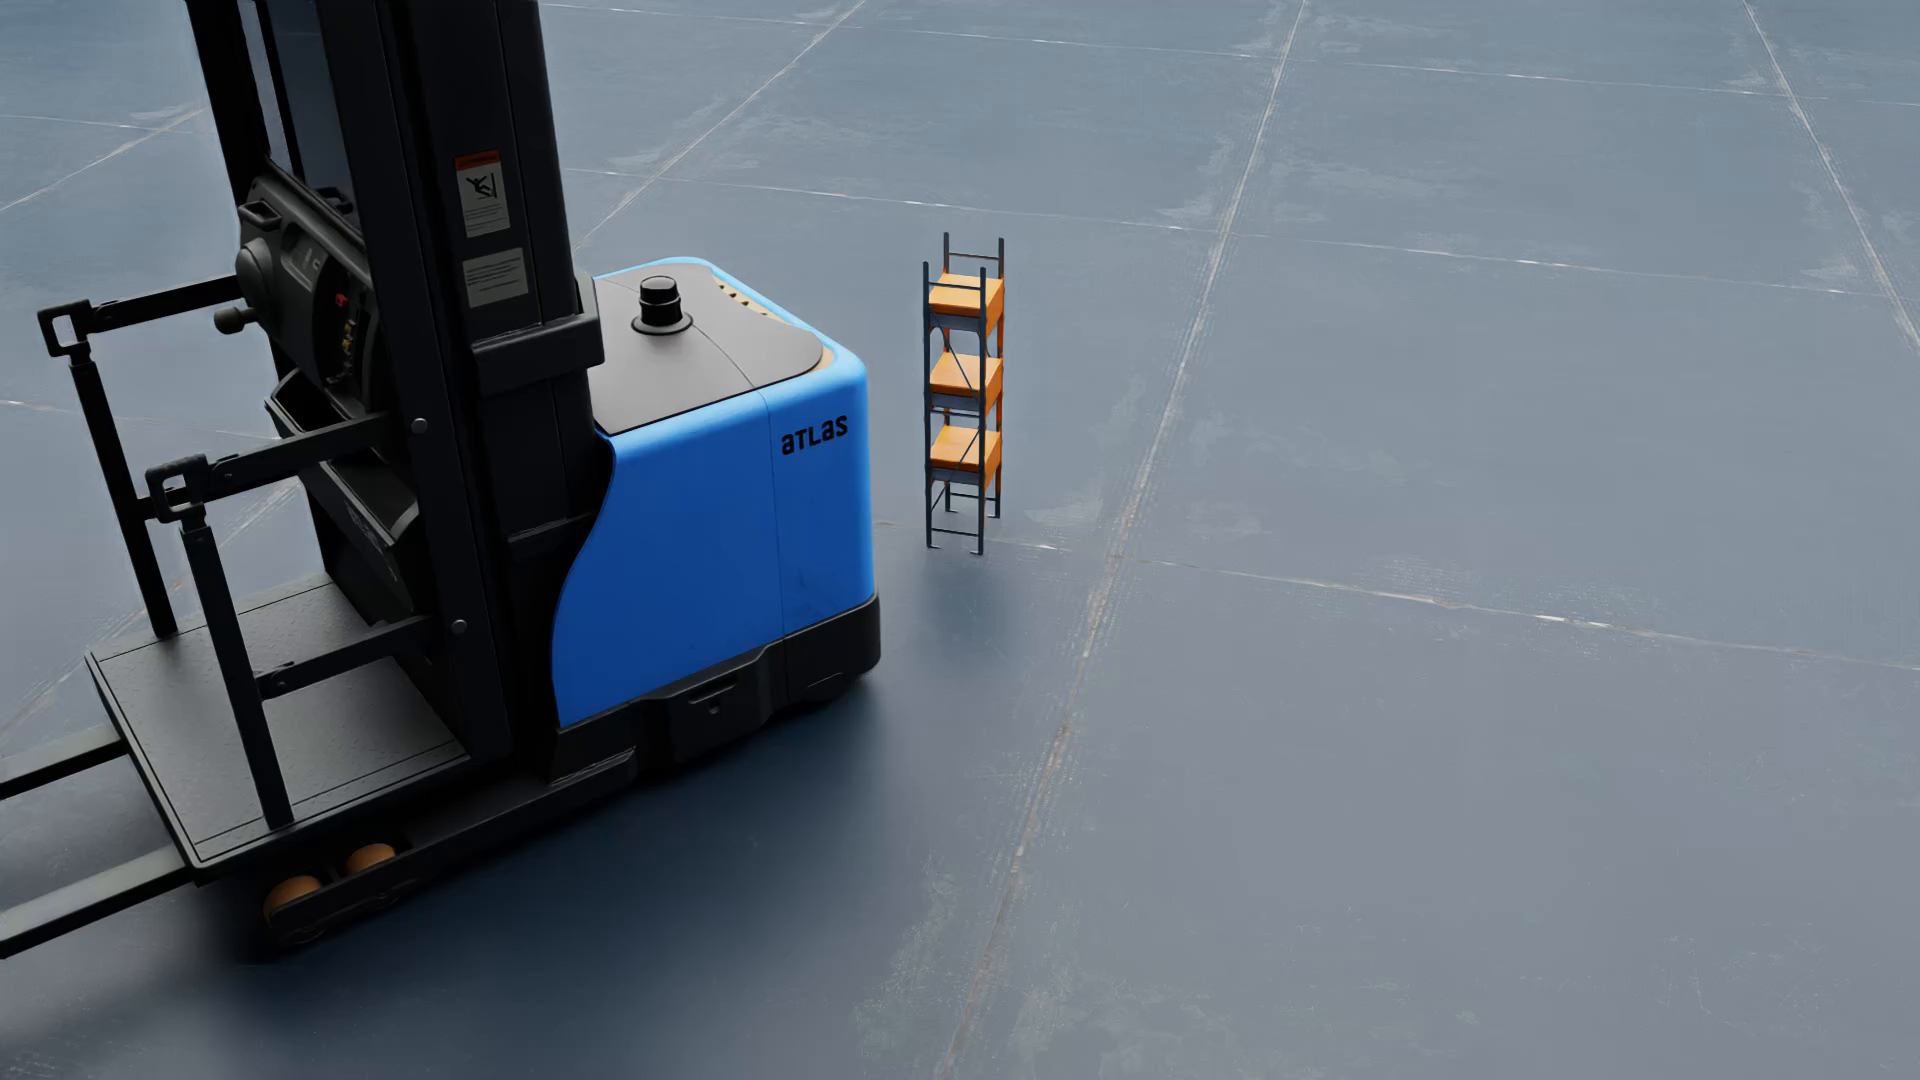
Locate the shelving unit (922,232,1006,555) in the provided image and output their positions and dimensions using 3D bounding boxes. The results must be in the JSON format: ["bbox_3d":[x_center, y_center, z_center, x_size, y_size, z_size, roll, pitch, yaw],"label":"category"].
[{"bbox_3d":[0.014,-0.471,5.512,0.215,1.050,0.252,8,33,12],"label":"shelving unit"}]

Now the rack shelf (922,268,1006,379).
[{"bbox_3d":[0.014,-0.701,5.365,0.215,0.259,0.240,8,33,12],"label":"rack shelf"}]

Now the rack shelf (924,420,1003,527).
[{"bbox_3d":[0.014,-0.227,5.667,0.215,0.259,0.240,8,33,12],"label":"rack shelf"}]

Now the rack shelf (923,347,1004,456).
[{"bbox_3d":[0.014,-0.462,5.518,0.215,0.259,0.240,8,33,12],"label":"rack shelf"}]

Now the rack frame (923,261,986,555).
[{"bbox_3d":[-0.017,-0.408,5.412,0.200,1.050,0.008,8,33,12],"label":"rack frame"}]

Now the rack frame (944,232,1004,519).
[{"bbox_3d":[0.045,-0.534,5.612,0.200,1.050,0.008,8,33,12],"label":"rack frame"}]

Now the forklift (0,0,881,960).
[{"bbox_3d":[-1.723,-0.550,3.883,3.031,2.935,1.130,-22,39,-30],"label":"forklift"}]
